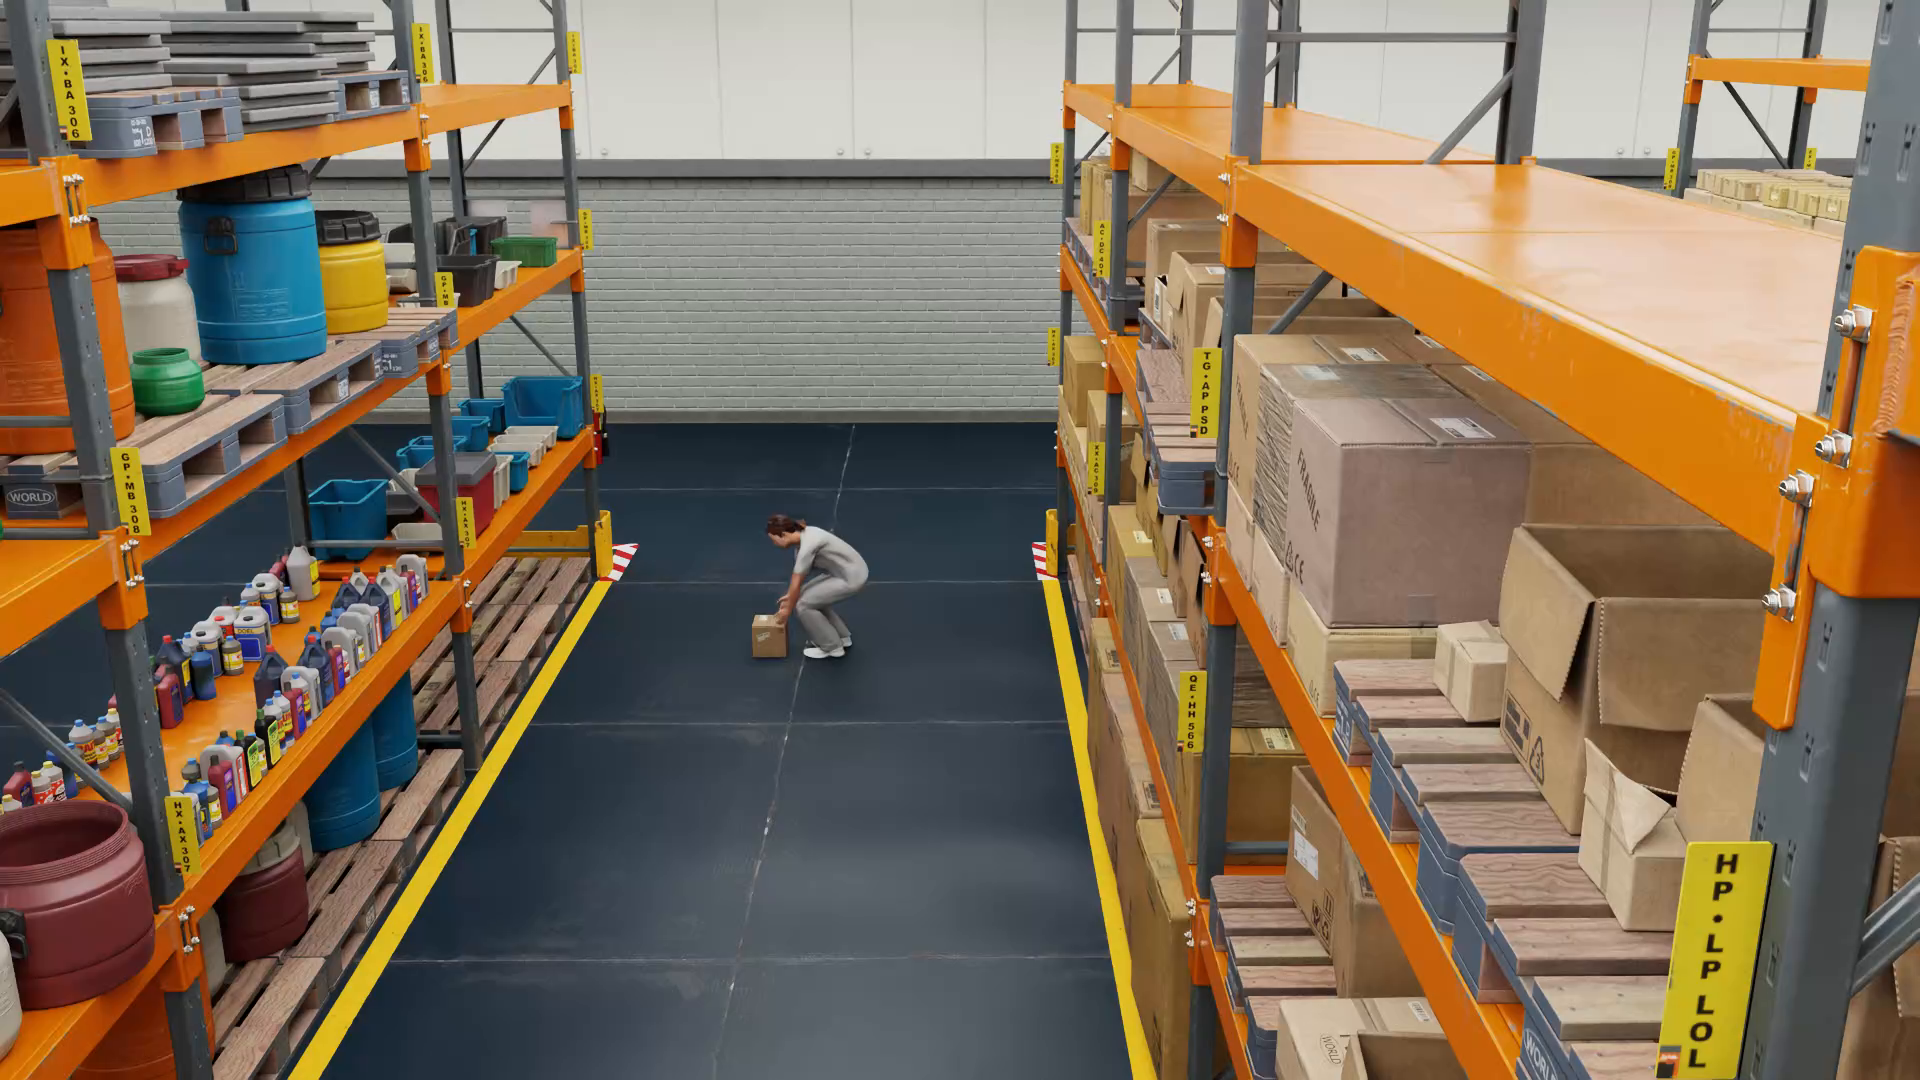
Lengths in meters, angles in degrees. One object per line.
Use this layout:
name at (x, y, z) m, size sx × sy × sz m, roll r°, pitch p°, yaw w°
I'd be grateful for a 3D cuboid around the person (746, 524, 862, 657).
person at (-1.167, 0.373, 12.508) m, size 0.864 × 0.986 × 0.439 m, roll -1°, pitch 17°, yaw -3°
